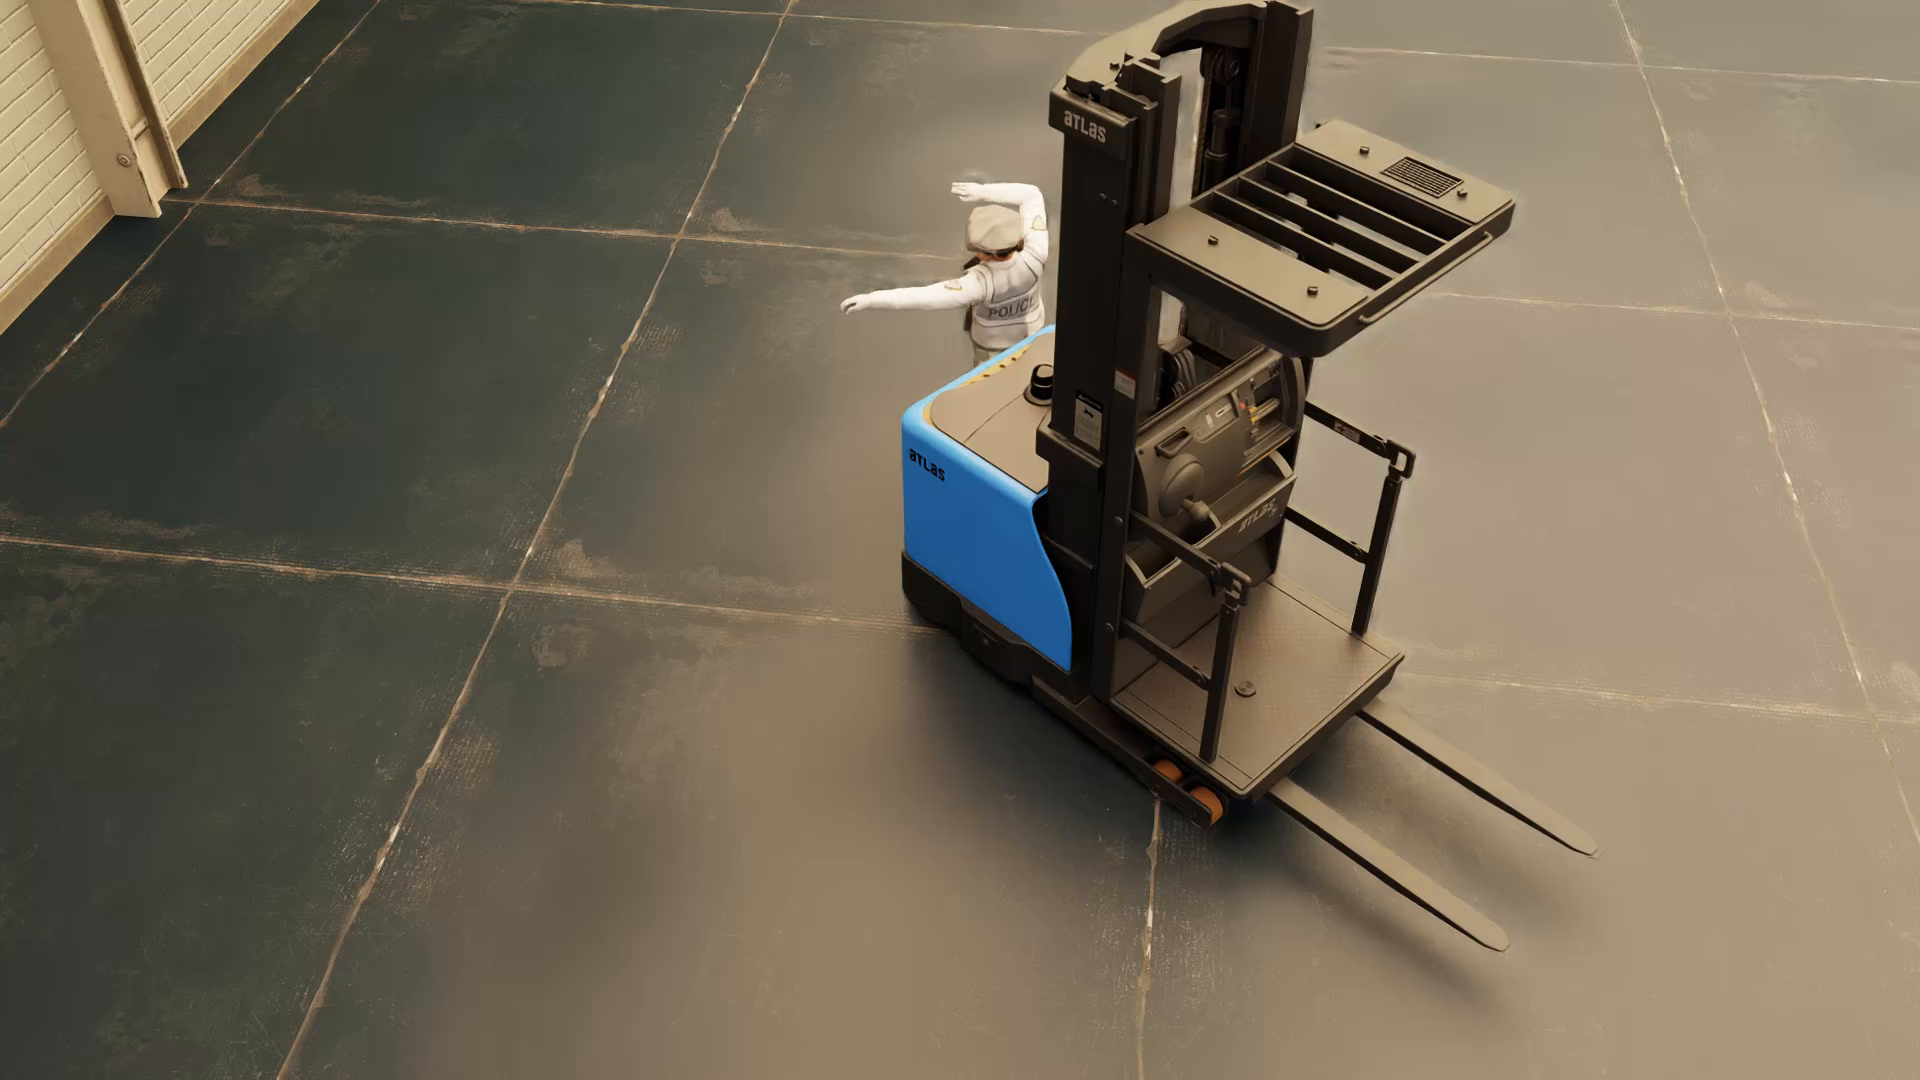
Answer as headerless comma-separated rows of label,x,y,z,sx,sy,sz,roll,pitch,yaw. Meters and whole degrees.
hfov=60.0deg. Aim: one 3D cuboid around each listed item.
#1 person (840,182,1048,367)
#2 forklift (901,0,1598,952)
person,-0.076,-1.096,8.058,0.977,1.420,0.847,-2,43,-2
forklift,1.126,-0.330,6.084,1.130,2.935,3.031,-33,52,-31
